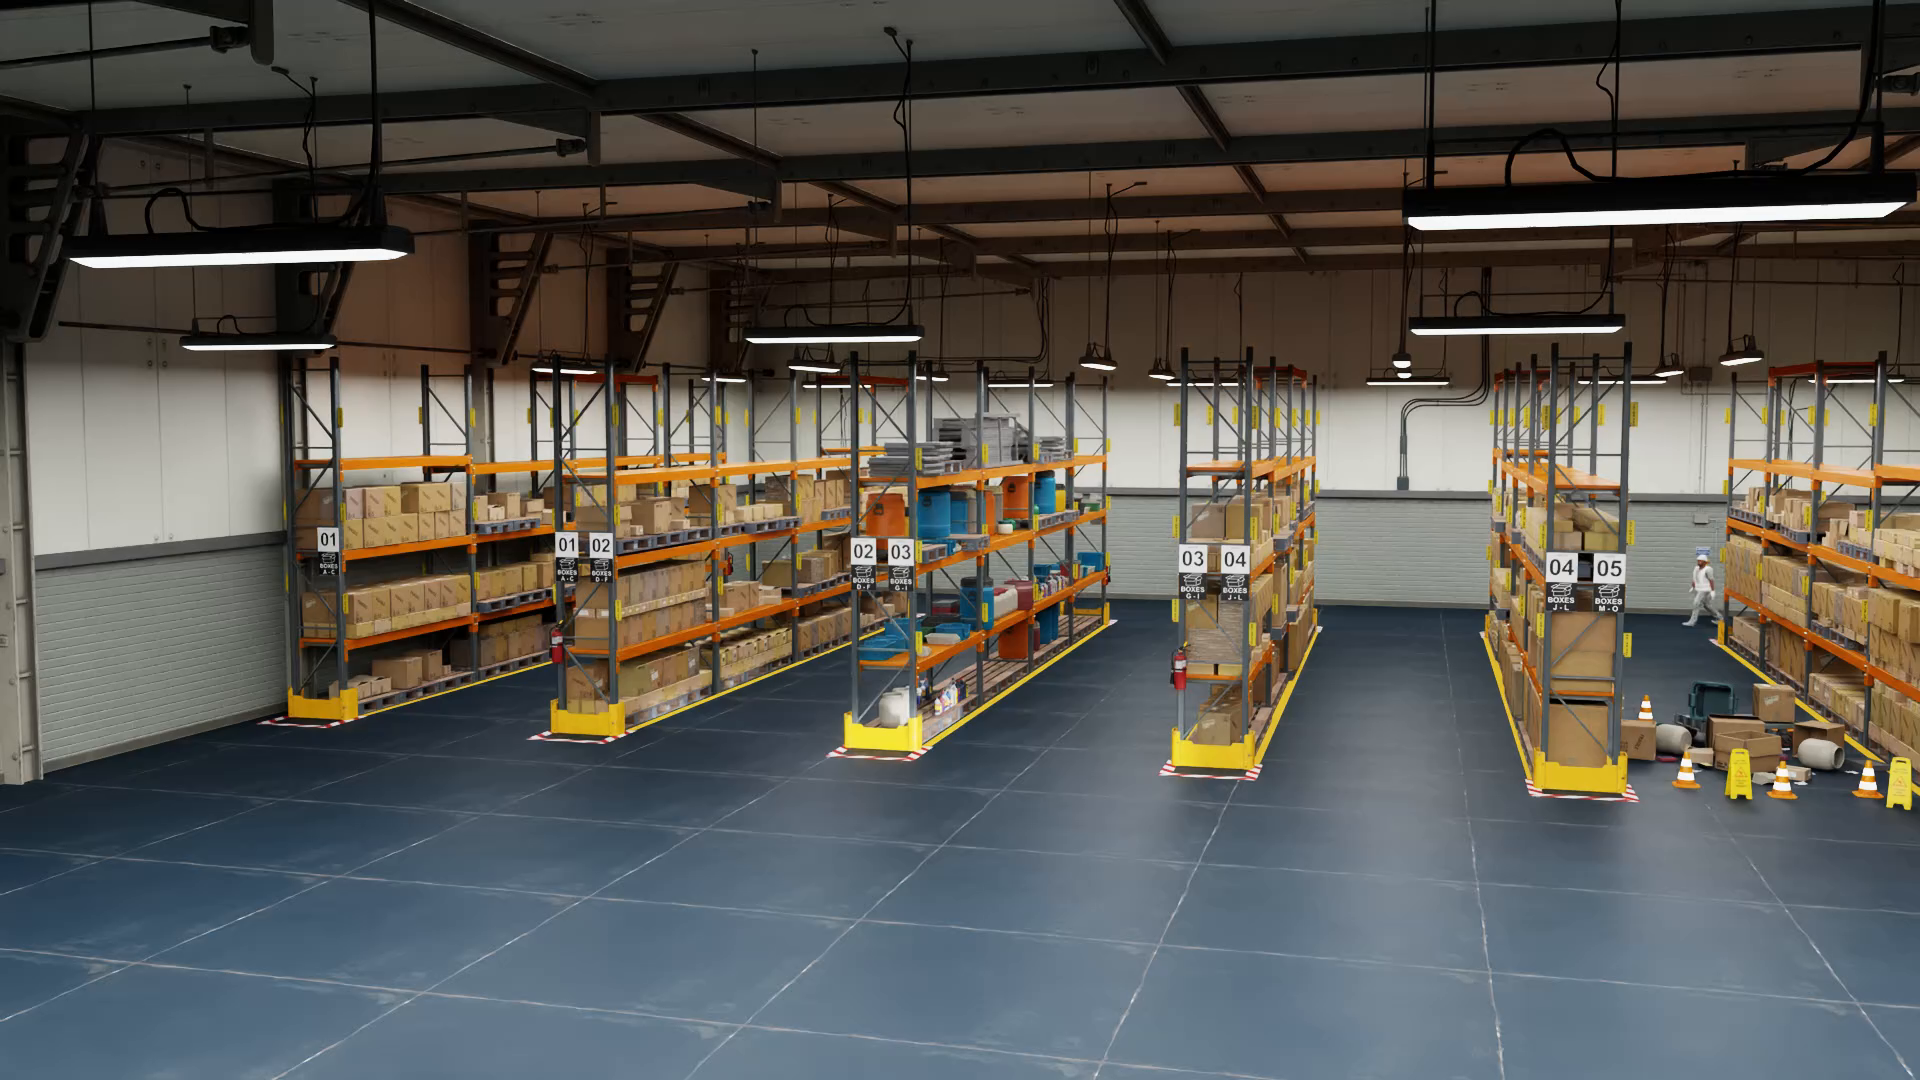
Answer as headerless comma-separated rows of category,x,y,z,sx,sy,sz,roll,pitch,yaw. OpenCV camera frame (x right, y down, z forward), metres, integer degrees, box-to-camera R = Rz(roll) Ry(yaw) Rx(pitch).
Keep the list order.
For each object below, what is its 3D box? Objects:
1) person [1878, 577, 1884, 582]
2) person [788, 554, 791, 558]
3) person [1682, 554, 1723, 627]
person,21.017,1.348,38.138,0.803,1.699,0.543,0,4,-4
person,-4.162,1.178,40.851,0.498,1.663,0.532,-3,5,-37
person,17.785,1.210,39.791,1.056,1.743,0.556,0,4,-1
